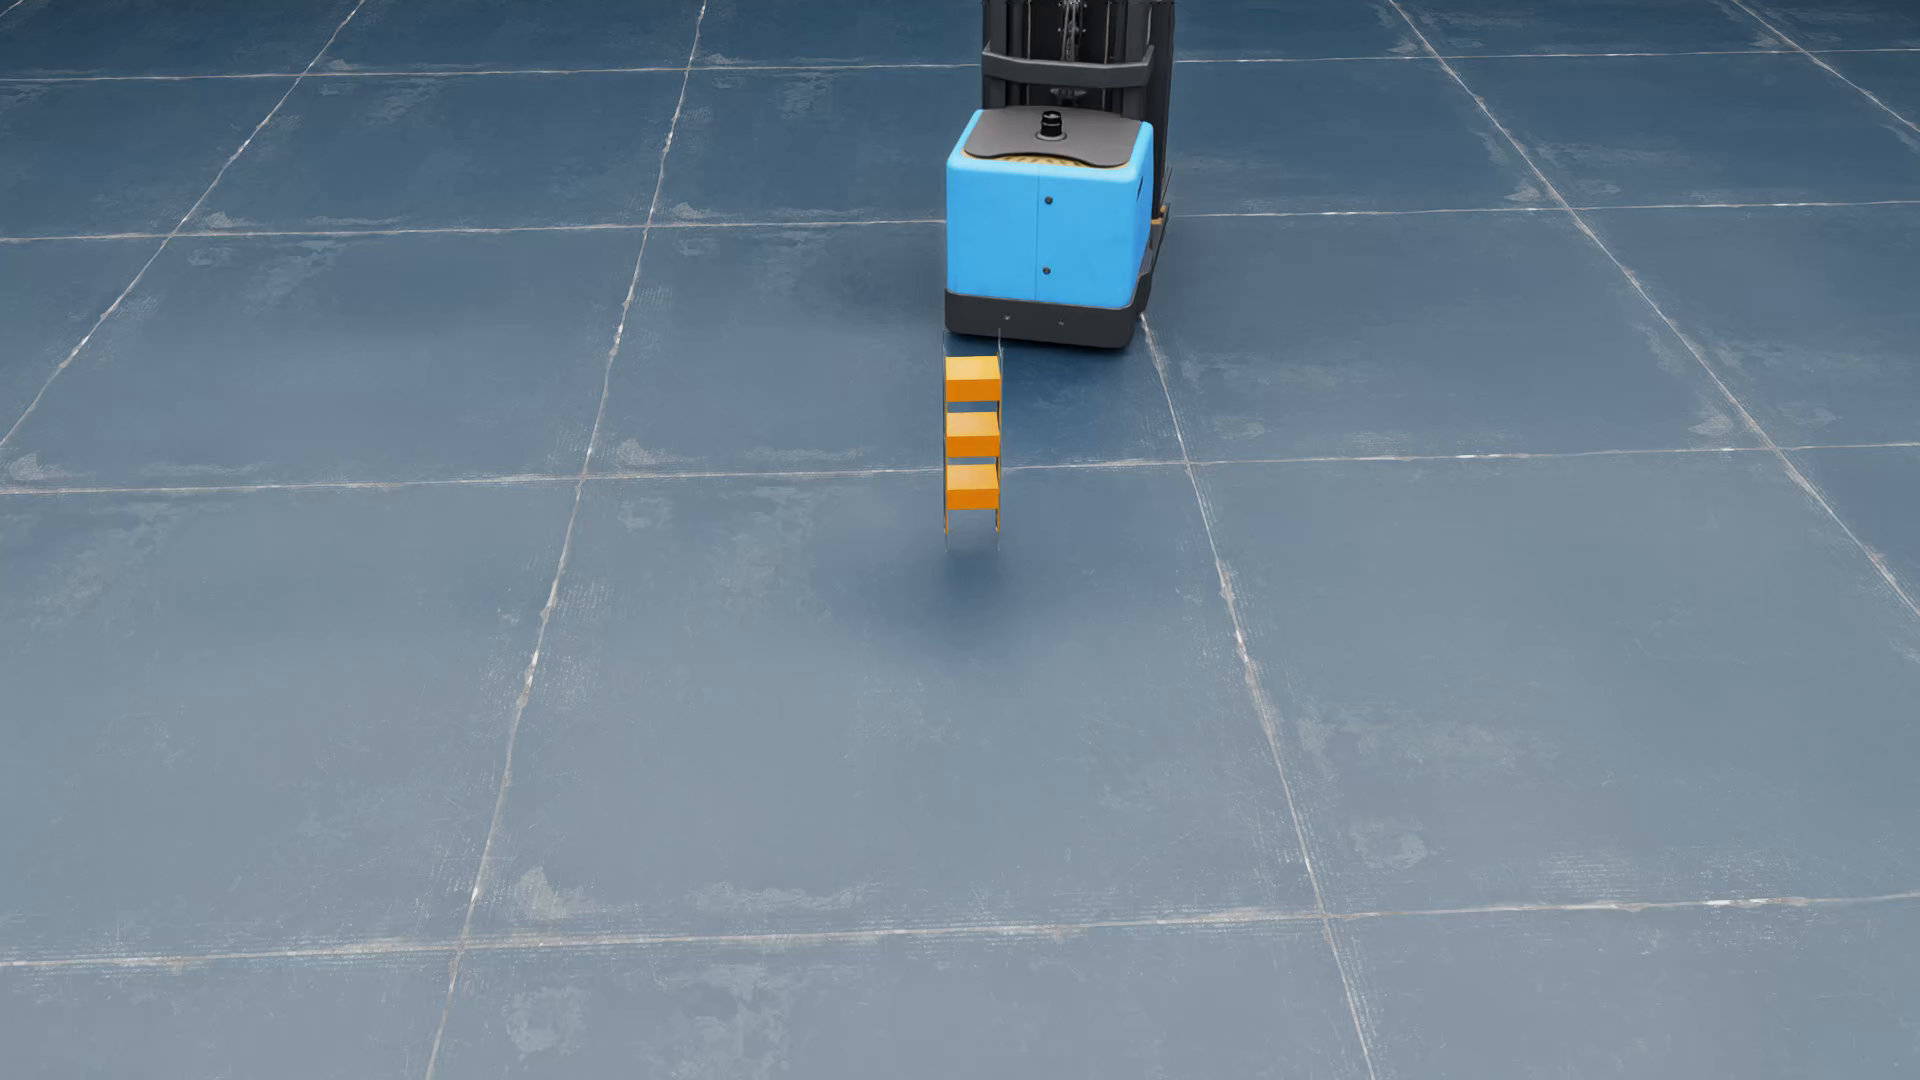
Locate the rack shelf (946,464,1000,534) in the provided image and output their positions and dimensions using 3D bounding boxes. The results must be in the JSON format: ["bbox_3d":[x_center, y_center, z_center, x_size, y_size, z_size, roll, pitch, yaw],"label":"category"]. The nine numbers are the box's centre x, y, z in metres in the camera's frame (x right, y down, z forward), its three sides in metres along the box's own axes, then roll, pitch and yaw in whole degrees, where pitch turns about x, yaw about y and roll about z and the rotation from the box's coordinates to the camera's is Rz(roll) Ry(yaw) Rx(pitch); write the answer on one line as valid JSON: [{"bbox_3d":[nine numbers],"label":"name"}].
[{"bbox_3d":[0.053,-0.196,7.618,0.240,0.259,0.215,-2,35,-2],"label":"rack shelf"}]

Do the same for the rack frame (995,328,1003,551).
[{"bbox_3d":[0.175,-0.436,7.458,0.008,1.050,0.200,-2,35,-2],"label":"rack frame"}]

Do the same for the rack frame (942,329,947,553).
[{"bbox_3d":[-0.068,-0.430,7.449,0.008,1.050,0.200,-2,35,-2],"label":"rack frame"}]

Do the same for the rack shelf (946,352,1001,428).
[{"bbox_3d":[0.053,-0.658,7.298,0.240,0.259,0.215,-2,35,-2],"label":"rack shelf"}]

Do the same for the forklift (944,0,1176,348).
[{"bbox_3d":[0.720,-3.095,9.646,1.130,2.935,3.031,7,35,10],"label":"forklift"}]

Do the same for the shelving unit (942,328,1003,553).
[{"bbox_3d":[0.053,-0.433,7.453,0.252,1.050,0.215,-2,35,-2],"label":"shelving unit"}]

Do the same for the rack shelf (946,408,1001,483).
[{"bbox_3d":[0.053,-0.424,7.459,0.240,0.259,0.215,-2,35,-2],"label":"rack shelf"}]
